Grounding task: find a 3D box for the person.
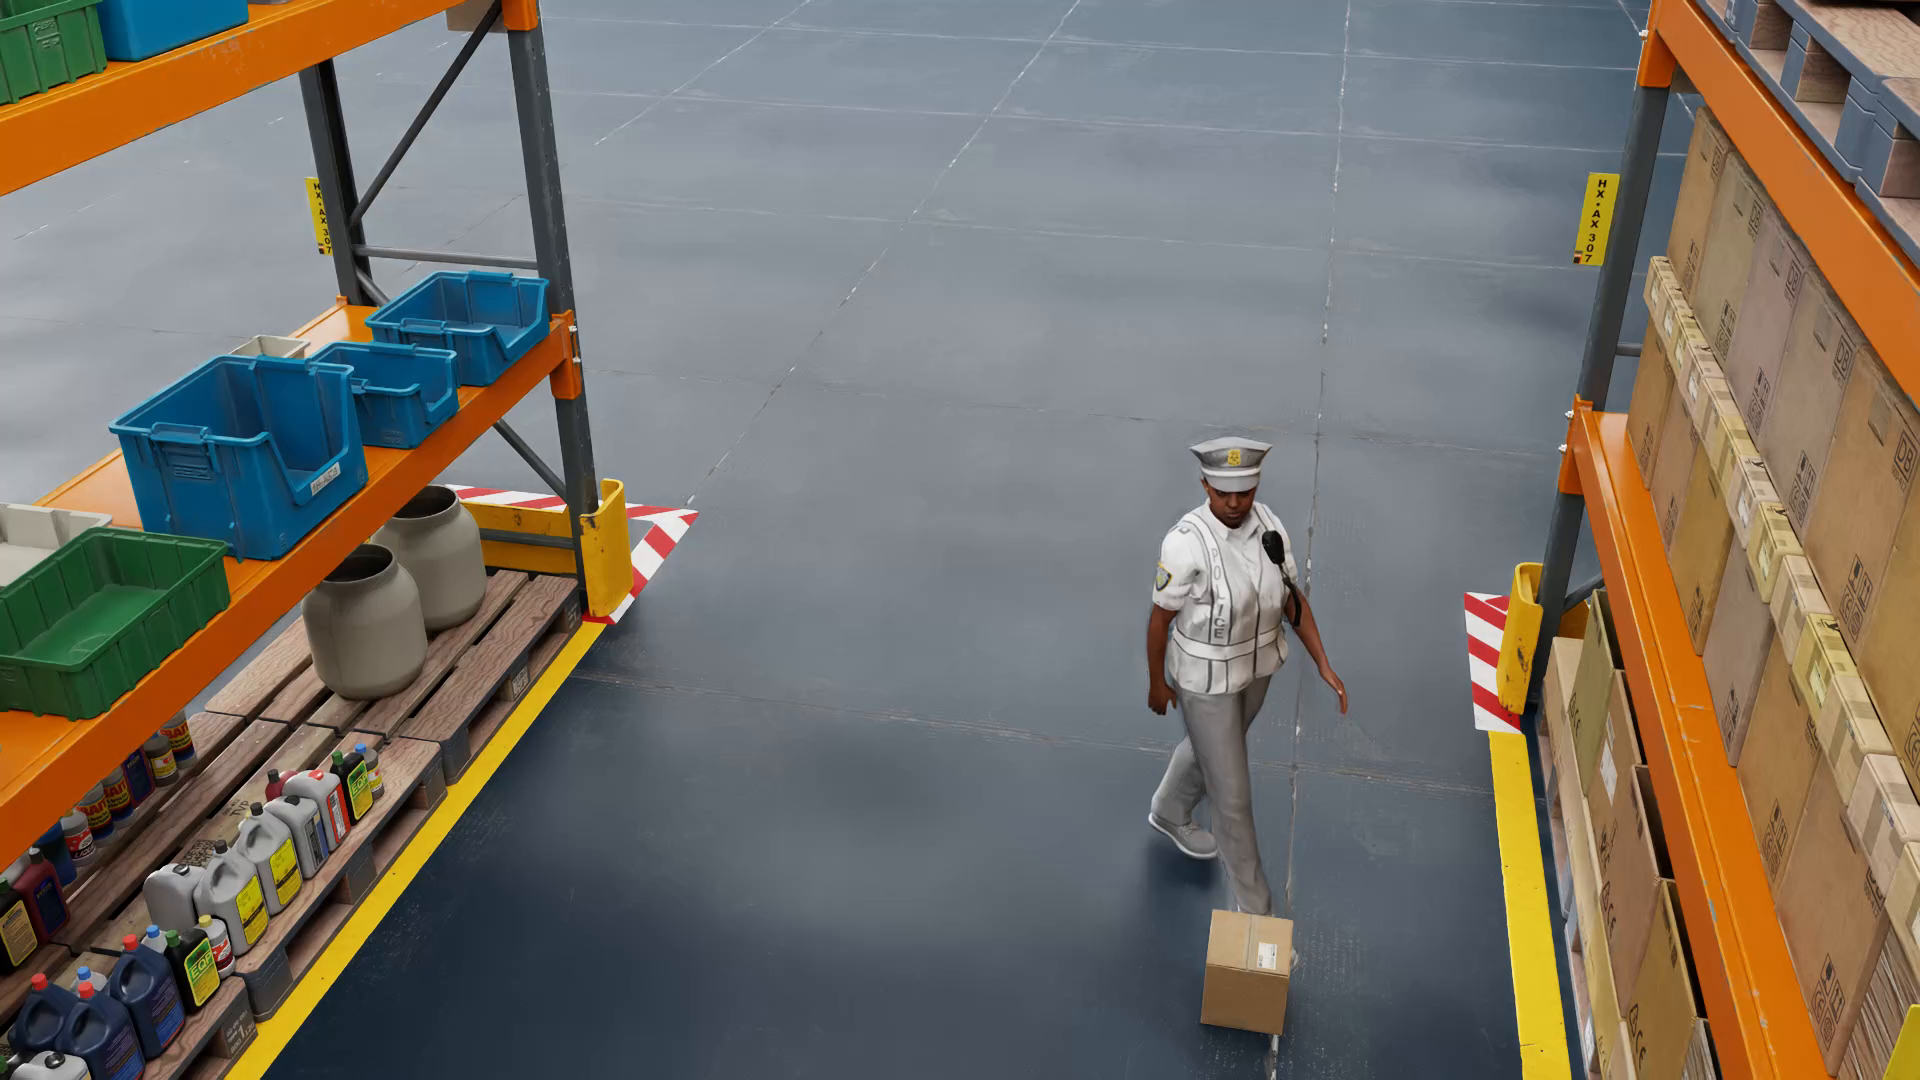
[{"bbox_3d":[0.915,0.461,5.258,0.481,1.665,0.815,-19,34,-31],"label":"person"}]
